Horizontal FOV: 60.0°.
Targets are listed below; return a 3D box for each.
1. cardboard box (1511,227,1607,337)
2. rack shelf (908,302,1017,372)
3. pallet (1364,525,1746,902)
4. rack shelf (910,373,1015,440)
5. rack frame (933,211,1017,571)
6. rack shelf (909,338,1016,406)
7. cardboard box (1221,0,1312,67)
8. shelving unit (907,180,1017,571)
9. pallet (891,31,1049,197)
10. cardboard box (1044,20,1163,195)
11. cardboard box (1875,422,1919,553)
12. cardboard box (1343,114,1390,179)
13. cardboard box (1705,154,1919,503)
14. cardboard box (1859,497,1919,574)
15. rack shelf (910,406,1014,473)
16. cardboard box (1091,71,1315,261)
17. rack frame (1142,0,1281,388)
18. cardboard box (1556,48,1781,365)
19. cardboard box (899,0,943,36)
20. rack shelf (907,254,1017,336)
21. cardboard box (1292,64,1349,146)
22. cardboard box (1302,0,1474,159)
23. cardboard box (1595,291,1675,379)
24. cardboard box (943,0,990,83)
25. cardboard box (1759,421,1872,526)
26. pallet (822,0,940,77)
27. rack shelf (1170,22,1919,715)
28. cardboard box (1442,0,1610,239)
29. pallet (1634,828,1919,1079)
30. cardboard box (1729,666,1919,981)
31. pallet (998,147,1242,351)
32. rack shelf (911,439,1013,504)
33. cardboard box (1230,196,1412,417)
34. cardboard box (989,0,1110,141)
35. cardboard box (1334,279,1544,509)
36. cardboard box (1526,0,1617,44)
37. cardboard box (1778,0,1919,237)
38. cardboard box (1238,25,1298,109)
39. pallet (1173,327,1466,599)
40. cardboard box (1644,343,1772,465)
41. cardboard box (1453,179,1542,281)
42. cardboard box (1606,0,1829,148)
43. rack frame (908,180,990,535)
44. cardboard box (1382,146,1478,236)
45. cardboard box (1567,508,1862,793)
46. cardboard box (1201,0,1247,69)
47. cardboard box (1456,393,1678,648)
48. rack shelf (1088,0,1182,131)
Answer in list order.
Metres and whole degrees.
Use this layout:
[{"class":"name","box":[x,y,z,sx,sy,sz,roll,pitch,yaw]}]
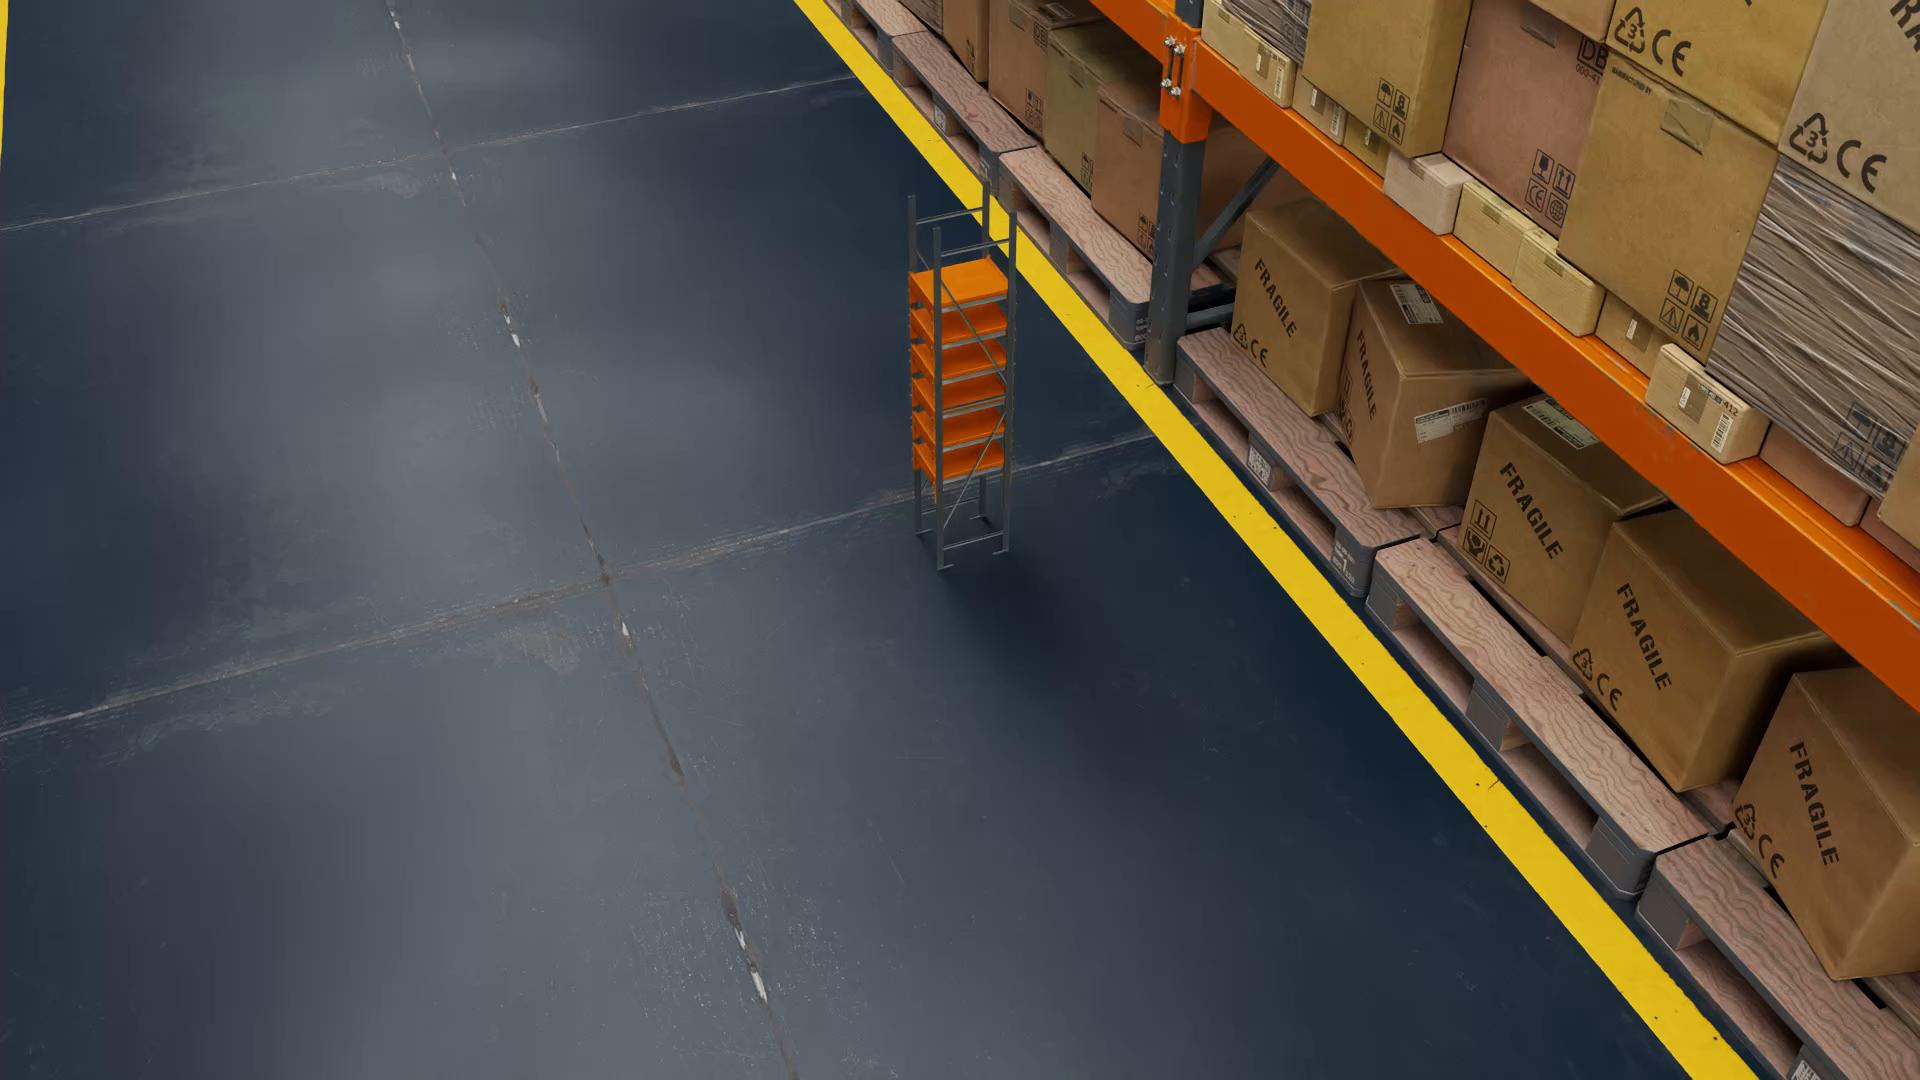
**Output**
[{"class":"cardboard box","box":[1.531,-0.636,3.882,0.380,0.149,0.250,-15,43,-17]},{"class":"rack shelf","box":[0.006,-0.594,4.721,0.258,0.103,0.180,-15,43,-17]},{"class":"pallet","box":[1.900,0.353,4.677,1.003,0.211,1.213,-15,43,-17]},{"class":"rack shelf","box":[0.006,-0.413,4.878,0.258,0.103,0.180,-15,43,-17]},{"class":"rack frame","box":[0.041,-0.391,4.785,0.240,1.200,0.006,-15,43,-17]},{"class":"rack shelf","box":[0.006,-0.504,4.799,0.258,0.103,0.180,-15,43,-17]},{"class":"cardboard box","box":[1.255,-1.700,4.622,0.875,0.500,0.500,-15,43,-17]},{"class":"shelving unit","box":[0.006,-0.446,4.849,0.258,1.200,0.189,-15,43,-17]},{"class":"pallet","box":[0.370,-1.983,7.394,1.003,0.211,1.213,-15,43,-17]},{"class":"cardboard box","box":[0.760,-1.722,6.532,0.700,0.500,0.500,-15,43,-17]},{"class":"cardboard box","box":[2.183,-0.186,2.861,0.875,0.500,0.500,-15,43,-17]},{"class":"cardboard box","box":[1.254,-1.090,4.410,0.380,0.149,0.250,-15,43,-17]},{"class":"cardboard box","box":[2.032,-0.498,3.224,0.875,0.500,0.500,-15,43,-17]},{"class":"cardboard box","box":[1.994,-0.055,3.206,0.380,0.149,0.250,-15,43,-17]},{"class":"rack shelf","box":[0.006,-0.322,4.956,0.258,0.103,0.180,-15,43,-17]},{"class":"cardboard box","box":[0.925,-1.430,6.192,0.700,0.500,0.500,-18,44,-20]},{"class":"rack frame","box":[1.140,-1.836,5.084,1.000,3.000,0.127,-15,43,-17]},{"class":"cardboard box","box":[1.851,-0.803,3.578,0.875,0.500,0.500,-15,43,-17]},{"class":"cardboard box","box":[0.108,-2.735,7.710,0.700,0.500,0.500,-19,44,-20]},{"class":"rack shelf","box":[0.006,-0.685,4.643,0.258,0.103,0.180,-15,43,-17]},{"class":"cardboard box","box":[1.149,-1.239,4.582,0.380,0.149,0.250,-15,43,-17]},{"class":"cardboard box","box":[1.414,-1.390,4.261,0.875,0.500,0.500,-15,43,-17]},{"class":"cardboard box","box":[1.668,-0.497,3.720,0.380,0.149,0.250,-15,43,-17]},{"class":"cardboard box","box":[0.332,-2.395,7.314,0.700,0.500,0.500,-12,42,-13]},{"class":"cardboard box","box":[1.877,-0.200,3.375,0.380,0.149,0.250,-15,43,-17]},{"class":"pallet","box":[-0.093,-2.717,8.248,1.003,0.211,1.213,-15,43,-17]},{"class":"rack shelf","box":[1.905,-0.358,3.918,1.077,0.370,4.000,-15,43,-17]},{"class":"cardboard box","box":[1.698,-1.114,3.940,0.875,0.500,0.500,-15,43,-17]},{"class":"pallet","box":[2.363,1.087,3.824,1.003,0.211,1.213,-15,43,-17]},{"class":"cardboard box","box":[2.187,0.630,3.812,0.500,0.500,0.500,-5,41,-6]},{"class":"pallet","box":[0.841,-1.247,6.539,1.003,0.211,1.213,-15,43,-17]},{"class":"rack shelf","box":[0.006,-0.231,5.034,0.258,0.103,0.180,-15,43,-17]},{"class":"cardboard box","box":[1.256,-0.796,5.471,0.500,0.500,0.500,-16,43,-18]},{"class":"cardboard box","box":[0.545,-2.059,6.924,0.700,0.500,0.500,-19,44,-20]},{"class":"cardboard box","box":[1.482,-0.453,5.072,0.500,0.500,0.500,-3,41,-3]},{"class":"cardboard box","box":[1.461,-1.429,3.540,0.500,0.500,0.500,-15,43,-17]},{"class":"cardboard box","box":[1.846,-0.827,2.840,0.500,0.500,0.500,-15,43,-17]},{"class":"cardboard box","box":[1.028,-1.382,4.750,0.380,0.149,0.250,-15,43,-17]},{"class":"pallet","box":[1.430,-0.383,5.533,1.003,0.211,1.213,-15,43,-17]},{"class":"cardboard box","box":[1.700,-0.329,3.524,0.380,0.149,0.250,-15,43,-17]},{"class":"cardboard box","box":[1.445,-0.789,4.060,0.380,0.149,0.250,-15,43,-17]},{"class":"cardboard box","box":[1.662,-1.131,3.193,0.500,0.500,0.500,-15,43,-17]},{"class":"rack frame","box":[-0.029,-0.501,4.913,0.240,1.200,0.006,-15,43,-17]},{"class":"cardboard box","box":[1.311,-0.929,4.223,0.380,0.149,0.250,-15,43,-17]},{"class":"cardboard box","box":[1.965,0.248,4.256,0.500,0.500,0.500,-11,42,-13]},{"class":"cardboard box","box":[0.944,-1.536,4.928,0.380,0.149,0.250,-15,43,-17]},{"class":"cardboard box","box":[1.792,-0.099,4.660,0.500,0.500,0.500,-19,44,-21]},{"class":"rack shelf","box":[0.375,-2.768,6.720,1.077,0.370,4.000,-15,43,-17]}]
